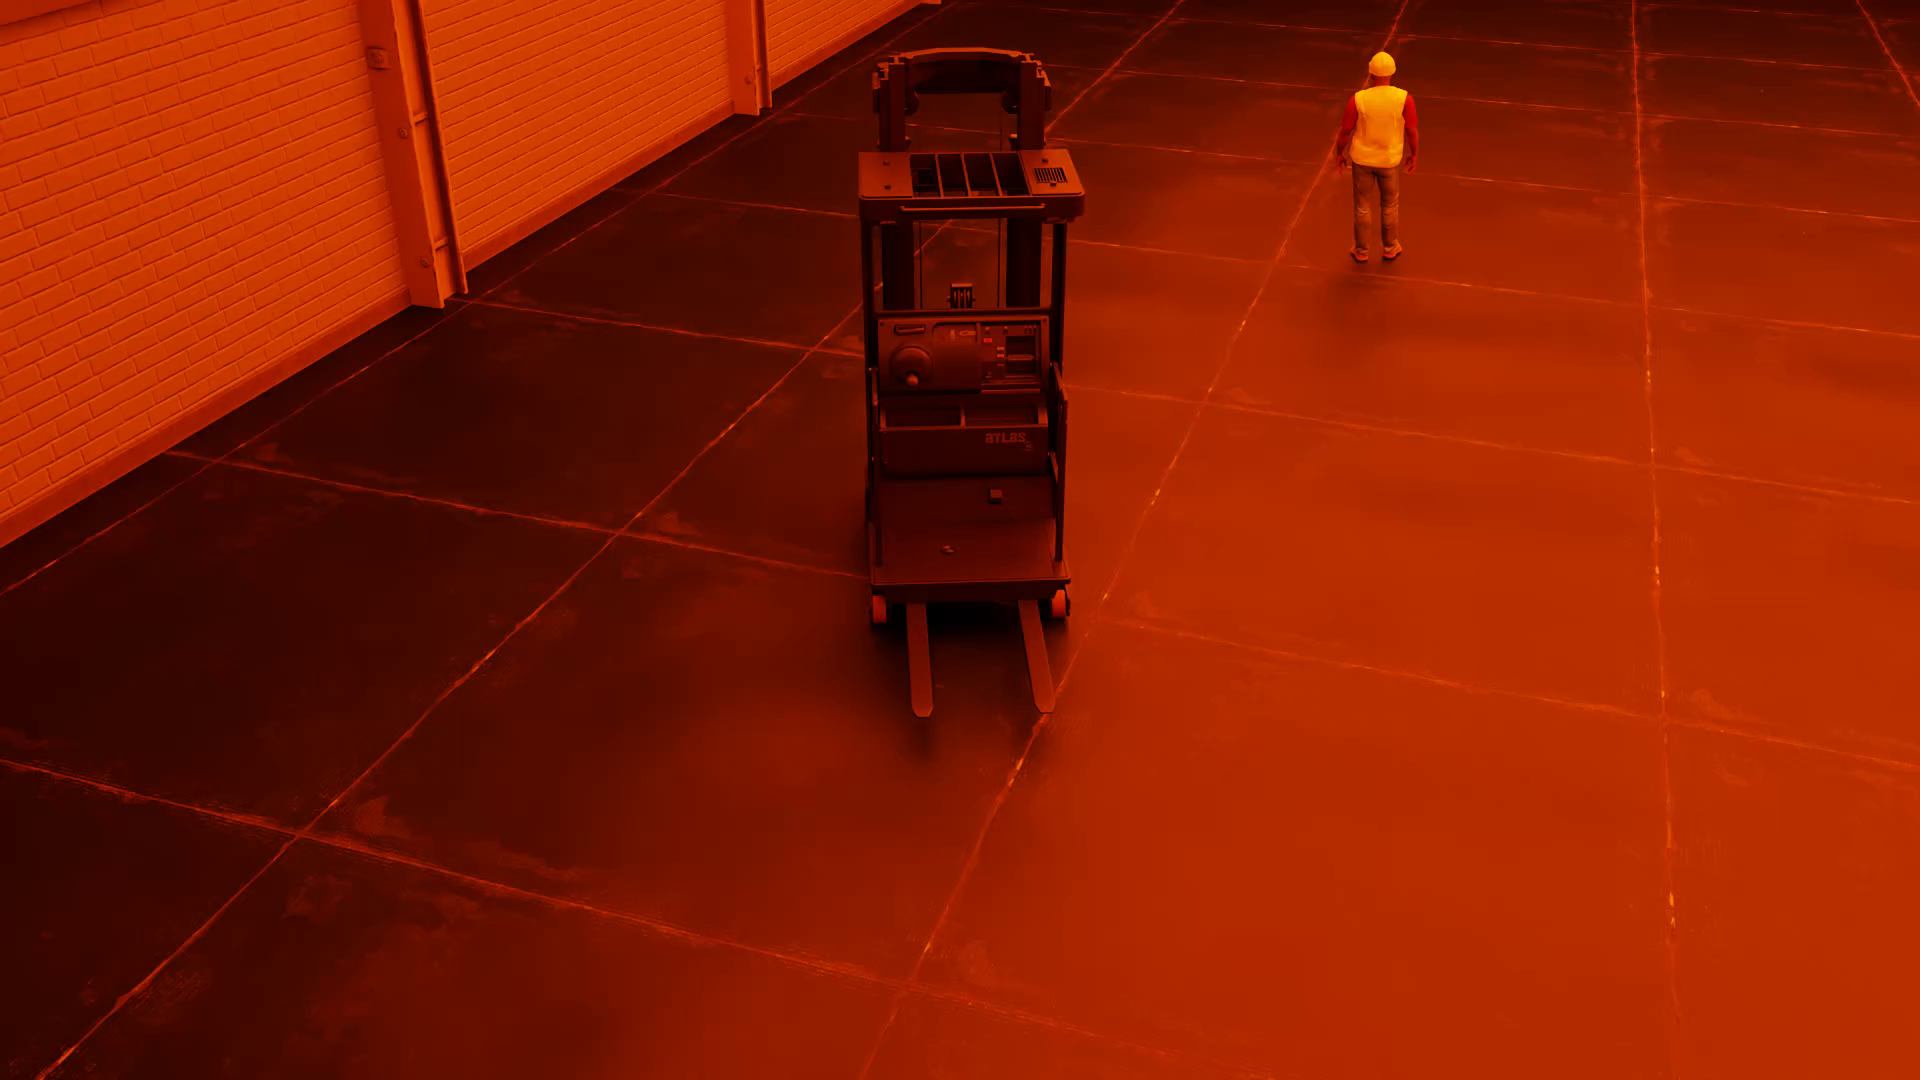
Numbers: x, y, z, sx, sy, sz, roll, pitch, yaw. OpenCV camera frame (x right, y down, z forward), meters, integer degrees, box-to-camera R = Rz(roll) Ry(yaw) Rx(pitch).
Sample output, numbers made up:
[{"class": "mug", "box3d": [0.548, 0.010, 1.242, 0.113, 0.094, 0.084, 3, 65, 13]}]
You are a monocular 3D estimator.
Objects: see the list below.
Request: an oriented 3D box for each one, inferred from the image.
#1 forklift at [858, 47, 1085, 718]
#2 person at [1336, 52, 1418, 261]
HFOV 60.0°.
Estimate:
[{"class": "forklift", "box3d": [0.035, -0.972, 8.842, 1.130, 2.935, 3.031, -2, 30, -3]}, {"class": "person", "box3d": [3.491, -3.220, 13.947, 0.665, 1.768, 0.575, 7, 30, 11]}]
